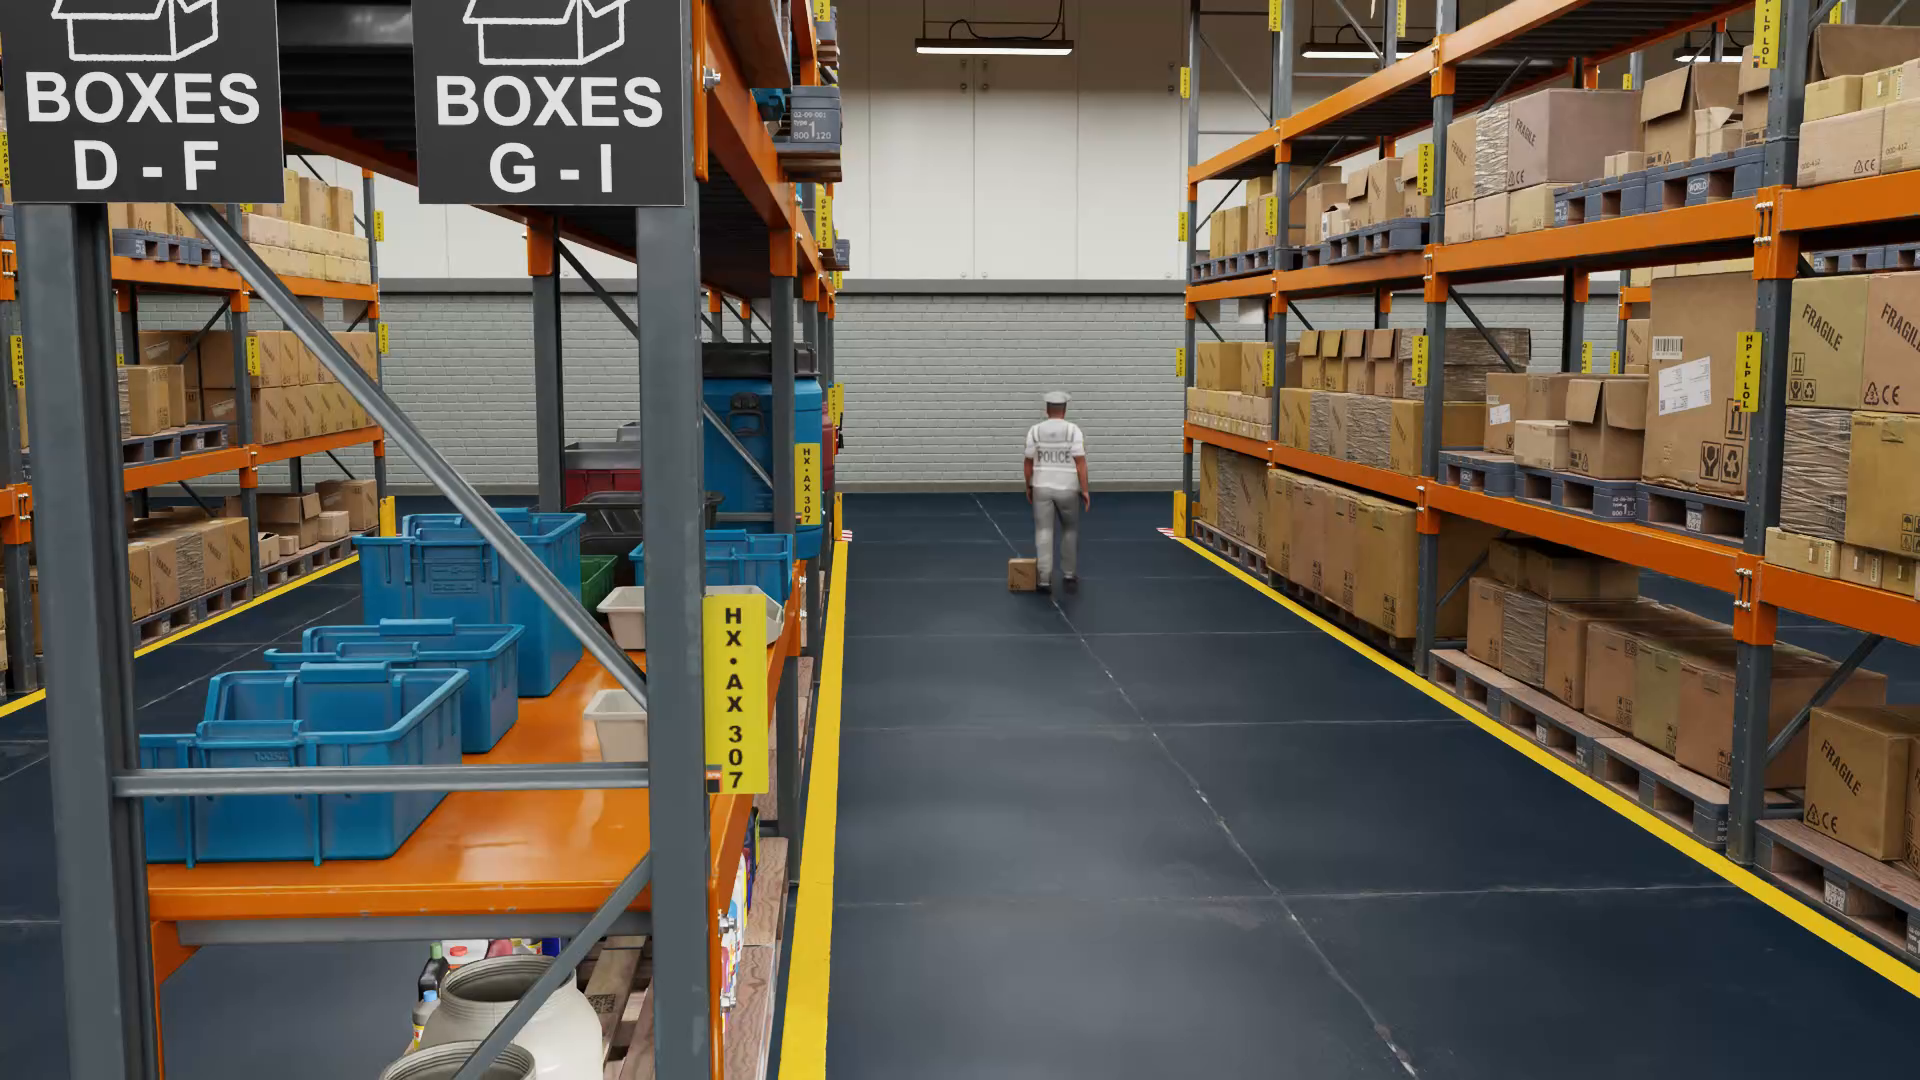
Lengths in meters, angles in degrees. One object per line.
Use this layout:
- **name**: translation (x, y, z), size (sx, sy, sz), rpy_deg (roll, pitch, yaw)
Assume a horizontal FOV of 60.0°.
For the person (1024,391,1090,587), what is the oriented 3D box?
- **person**: translation (0.879, -0.445, 14.942), size (0.607, 1.781, 0.864), rpy_deg (1, 7, 8)
